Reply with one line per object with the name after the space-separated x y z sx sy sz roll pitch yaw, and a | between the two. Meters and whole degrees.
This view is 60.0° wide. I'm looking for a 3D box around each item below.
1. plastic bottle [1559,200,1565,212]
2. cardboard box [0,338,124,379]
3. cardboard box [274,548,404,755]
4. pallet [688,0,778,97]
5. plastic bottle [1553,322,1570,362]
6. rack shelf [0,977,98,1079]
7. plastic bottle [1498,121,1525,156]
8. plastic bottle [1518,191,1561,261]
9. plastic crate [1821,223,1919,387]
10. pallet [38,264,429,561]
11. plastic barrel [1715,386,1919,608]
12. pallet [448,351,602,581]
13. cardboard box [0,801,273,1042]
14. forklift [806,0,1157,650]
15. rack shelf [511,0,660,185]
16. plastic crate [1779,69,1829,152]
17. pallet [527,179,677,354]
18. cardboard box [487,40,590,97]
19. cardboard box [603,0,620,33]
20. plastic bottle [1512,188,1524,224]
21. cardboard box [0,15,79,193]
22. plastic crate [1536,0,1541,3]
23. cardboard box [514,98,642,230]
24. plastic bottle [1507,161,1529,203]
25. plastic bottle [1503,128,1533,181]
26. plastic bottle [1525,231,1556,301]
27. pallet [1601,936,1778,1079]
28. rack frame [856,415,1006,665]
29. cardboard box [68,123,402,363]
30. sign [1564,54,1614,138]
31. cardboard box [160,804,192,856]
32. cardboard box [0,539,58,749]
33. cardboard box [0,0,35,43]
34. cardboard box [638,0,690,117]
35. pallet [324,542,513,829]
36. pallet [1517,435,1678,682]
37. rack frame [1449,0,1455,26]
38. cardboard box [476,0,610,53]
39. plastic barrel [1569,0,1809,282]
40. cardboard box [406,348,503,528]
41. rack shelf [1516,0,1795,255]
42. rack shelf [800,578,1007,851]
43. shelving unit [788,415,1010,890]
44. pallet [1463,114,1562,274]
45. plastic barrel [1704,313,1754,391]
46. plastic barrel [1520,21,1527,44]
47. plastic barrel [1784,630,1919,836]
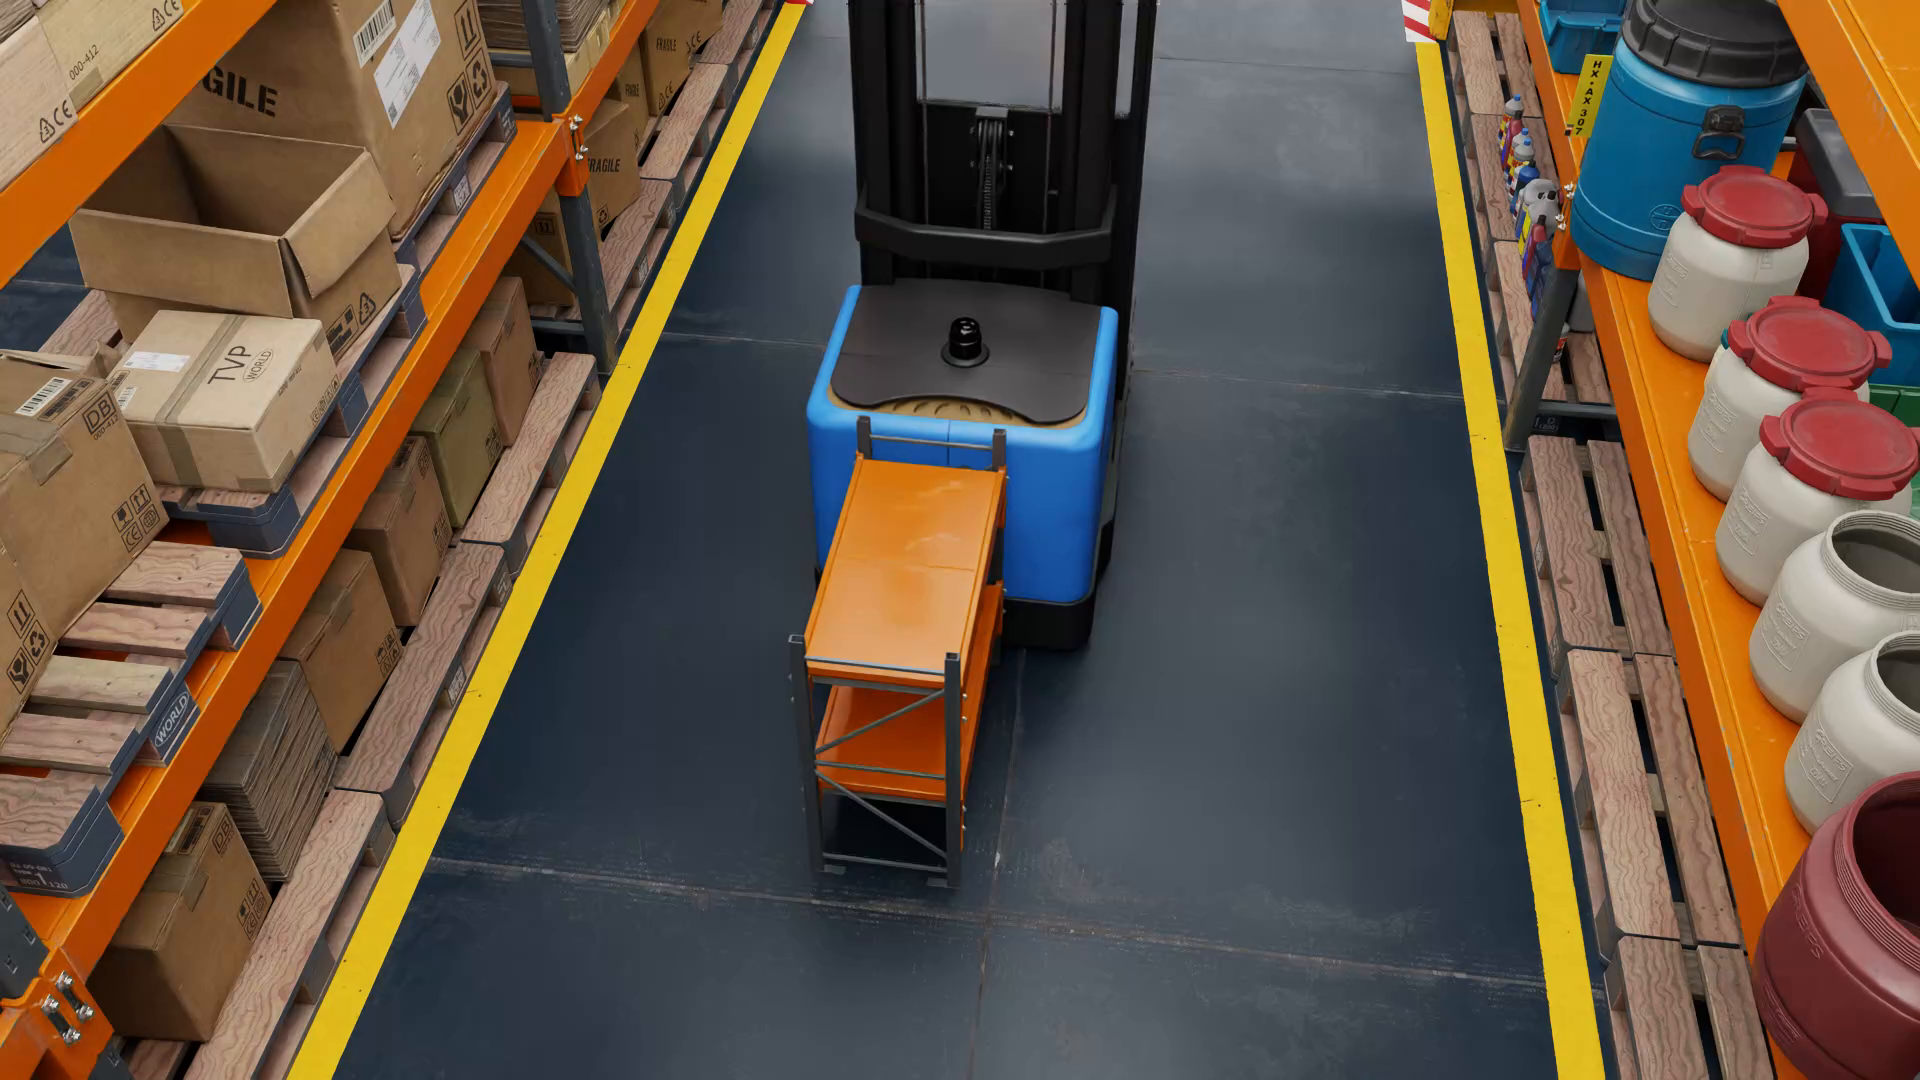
2.815 -1.460 7.766 0.061 0.283 0.133 5 44 6 | plastic bottle
-2.643 -0.451 4.837 0.396 0.266 0.258 4 44 4 | cardboard box
-2.399 0.337 5.711 0.700 0.500 0.500 9 44 9 | cardboard box
-1.691 -3.024 9.790 1.003 0.211 1.213 5 44 6 | pallet
2.581 -0.881 7.214 0.097 0.201 0.097 0 43 0 | plastic bottle
-2.861 2.438 2.517 1.077 0.370 4.000 5 44 6 | rack shelf
2.809 -2.054 8.453 0.097 0.201 0.097 0 43 0 | plastic bottle
2.710 -1.476 7.734 0.144 0.351 0.185 5 44 5 | plastic bottle
3.005 -0.676 5.294 0.392 0.384 0.575 5 44 6 | plastic crate
-2.375 -0.469 5.204 1.003 0.211 1.213 5 44 6 | pallet
2.344 -0.085 4.559 0.433 0.535 0.433 0 43 0 | plastic barrel
-2.169 -0.369 6.986 1.003 0.211 1.213 5 44 6 | pallet
-2.527 1.103 4.901 0.700 0.500 0.500 3 44 3 | cardboard box
0.185 -1.674 6.387 1.130 2.935 3.031 6 44 6 | forklift
-1.803 -3.014 8.275 1.077 0.370 4.000 5 44 6 | rack shelf
3.037 -1.785 6.498 0.767 0.338 0.504 5 44 6 | plastic crate
-2.014 -1.361 8.034 1.003 0.211 1.213 5 44 6 | pallet
-1.741 -1.940 6.800 0.380 0.149 0.250 5 44 6 | cardboard box
-1.689 -2.282 7.162 0.380 0.149 0.250 5 44 6 | cardboard box
2.724 -1.615 7.989 0.097 0.201 0.097 0 43 0 | plastic bottle
-2.213 -0.868 3.412 0.500 0.250 0.500 6 44 7 | cardboard box
2.806 -2.496 7.396 0.530 0.136 0.437 5 44 6 | plastic crate
-1.907 -1.817 8.000 0.500 0.500 0.500 19 46 19 | cardboard box
2.751 -1.755 8.137 0.097 0.201 0.097 0 43 0 | plastic bottle
2.777 -1.916 8.257 0.097 0.271 0.097 0 43 0 | plastic bottle
2.667 -1.256 7.501 0.144 0.351 0.185 3 44 3 | plastic bottle
2.454 1.752 4.746 1.003 0.211 1.213 5 44 6 | pallet
-0.096 0.027 5.904 0.500 1.125 0.032 6 44 6 | rack frame
-2.205 -0.913 5.152 0.797 0.503 0.637 9 44 10 | cardboard box
2.298 -1.620 6.078 0.100 0.325 0.005 5 44 6 | sign
-2.537 0.830 4.644 0.500 0.250 0.500 7 44 7 | cardboard box
-2.564 0.253 3.923 0.500 0.500 0.500 0 43 0 | cardboard box
-2.208 -1.136 3.150 0.500 0.500 0.500 6 44 6 | cardboard box
-1.784 -2.624 8.852 0.500 0.500 0.500 9 44 9 | cardboard box
-2.328 0.465 6.106 1.003 0.211 1.213 5 44 6 | pallet
2.777 0.089 6.502 1.003 0.211 1.213 5 44 6 | pallet
3.371 -4.188 8.992 1.000 3.000 0.127 5 44 6 | rack frame
-1.947 -2.358 6.769 0.875 0.500 0.500 5 44 6 | cardboard box
2.491 -1.408 5.691 0.600 0.901 0.708 5 44 6 | plastic barrel
-2.252 -0.425 6.515 0.700 0.500 0.500 5 44 5 | cardboard box
3.107 -2.564 7.799 1.077 0.370 4.000 5 44 6 | rack shelf
-0.171 0.550 5.707 0.538 0.278 1.000 6 44 6 | rack shelf
-0.171 0.372 5.539 0.538 1.125 1.048 6 44 6 | shelving unit
3.131 -1.737 8.431 1.003 0.211 1.213 5 44 6 | pallet
2.515 -0.524 5.222 0.301 0.262 0.301 0 43 0 | plastic barrel
3.360 -2.982 9.222 0.421 0.512 0.421 0 43 0 | plastic barrel
2.238 0.503 3.956 0.421 0.512 0.421 0 43 0 | plastic barrel
